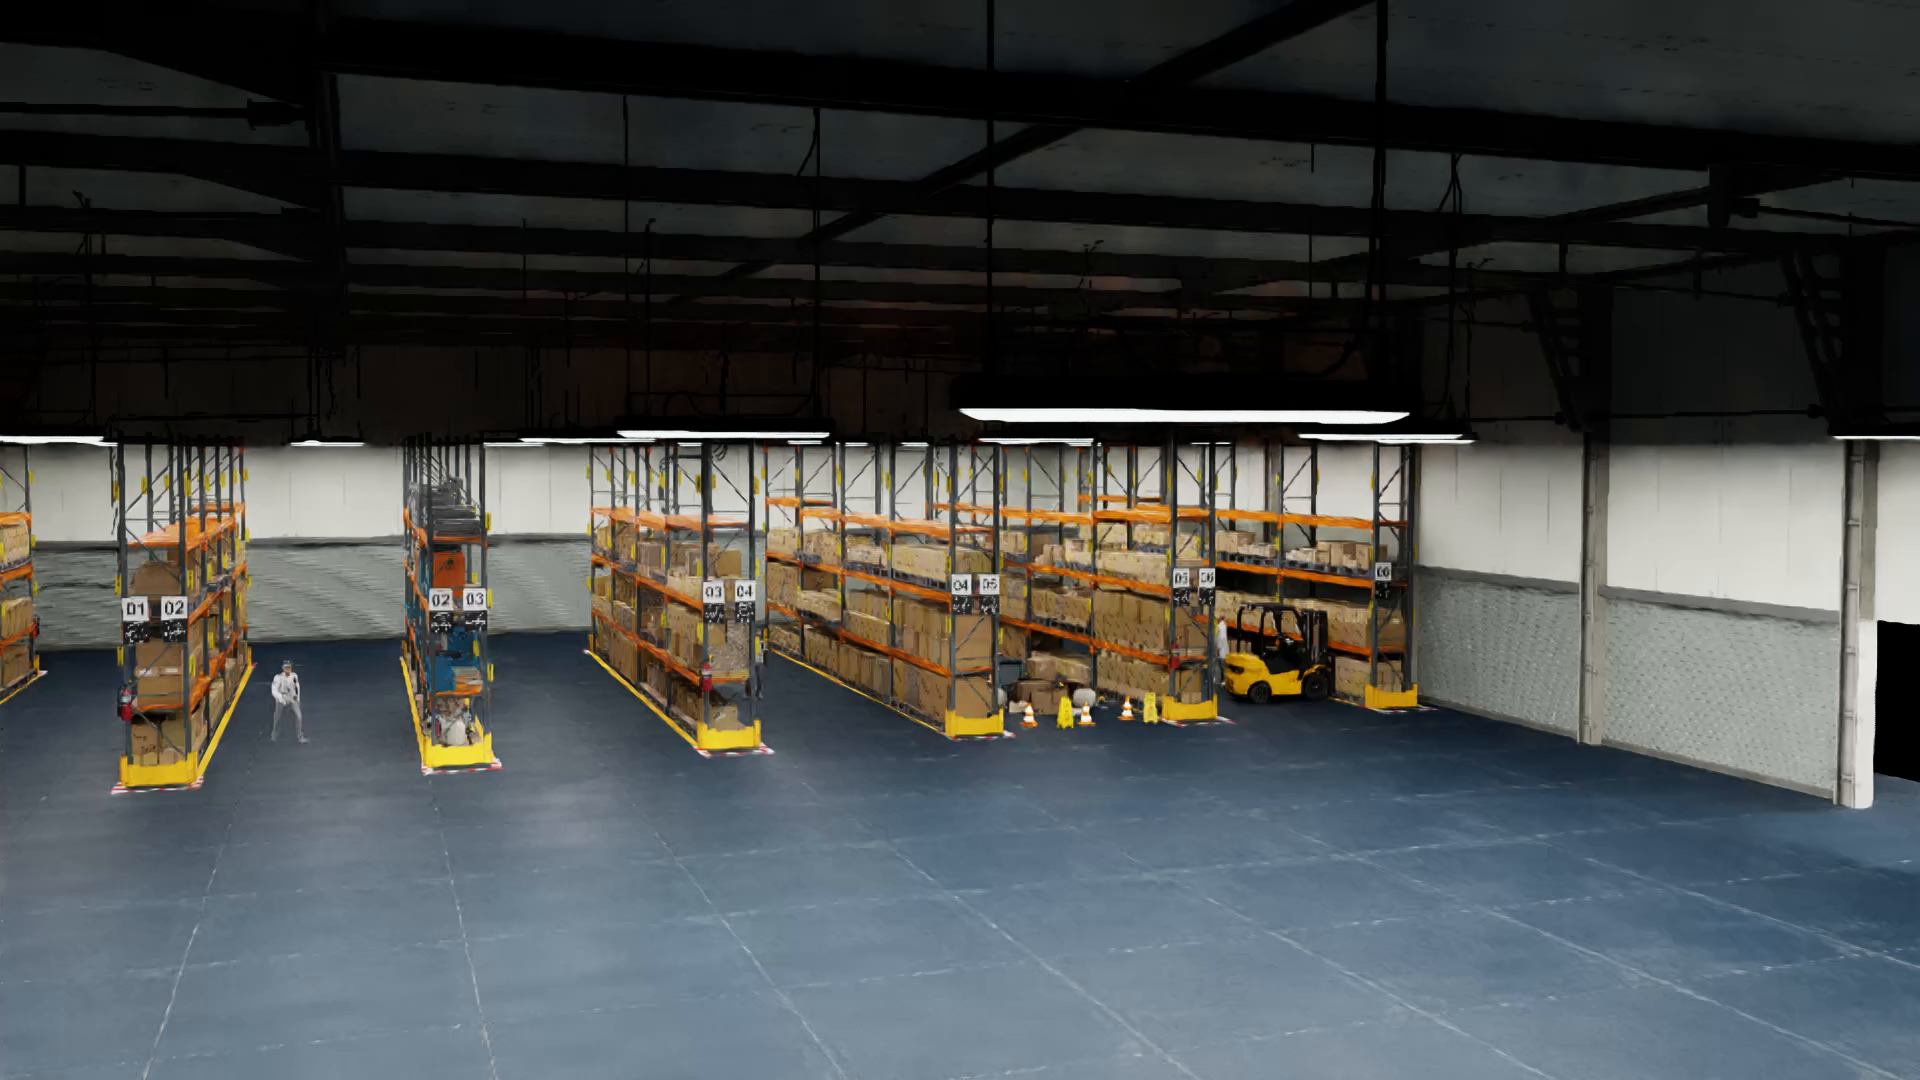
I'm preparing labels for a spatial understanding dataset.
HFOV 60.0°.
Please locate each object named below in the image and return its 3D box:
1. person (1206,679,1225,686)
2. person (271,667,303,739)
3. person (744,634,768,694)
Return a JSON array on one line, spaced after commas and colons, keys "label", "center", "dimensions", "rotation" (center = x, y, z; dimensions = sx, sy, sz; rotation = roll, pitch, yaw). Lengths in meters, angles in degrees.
[{"label": "person", "center": [6.225, 3.423, 39.927], "dimensions": [0.620, 0.137, 0.508], "rotation": [0, 3, 8]}, {"label": "person", "center": [-13.127, 3.094, 32.317], "dimensions": [0.594, 1.524, 0.665], "rotation": [-2, 4, -37]}, {"label": "person", "center": [-4.676, 2.790, 37.988], "dimensions": [0.592, 1.538, 0.513], "rotation": [-1, 3, -22]}]
